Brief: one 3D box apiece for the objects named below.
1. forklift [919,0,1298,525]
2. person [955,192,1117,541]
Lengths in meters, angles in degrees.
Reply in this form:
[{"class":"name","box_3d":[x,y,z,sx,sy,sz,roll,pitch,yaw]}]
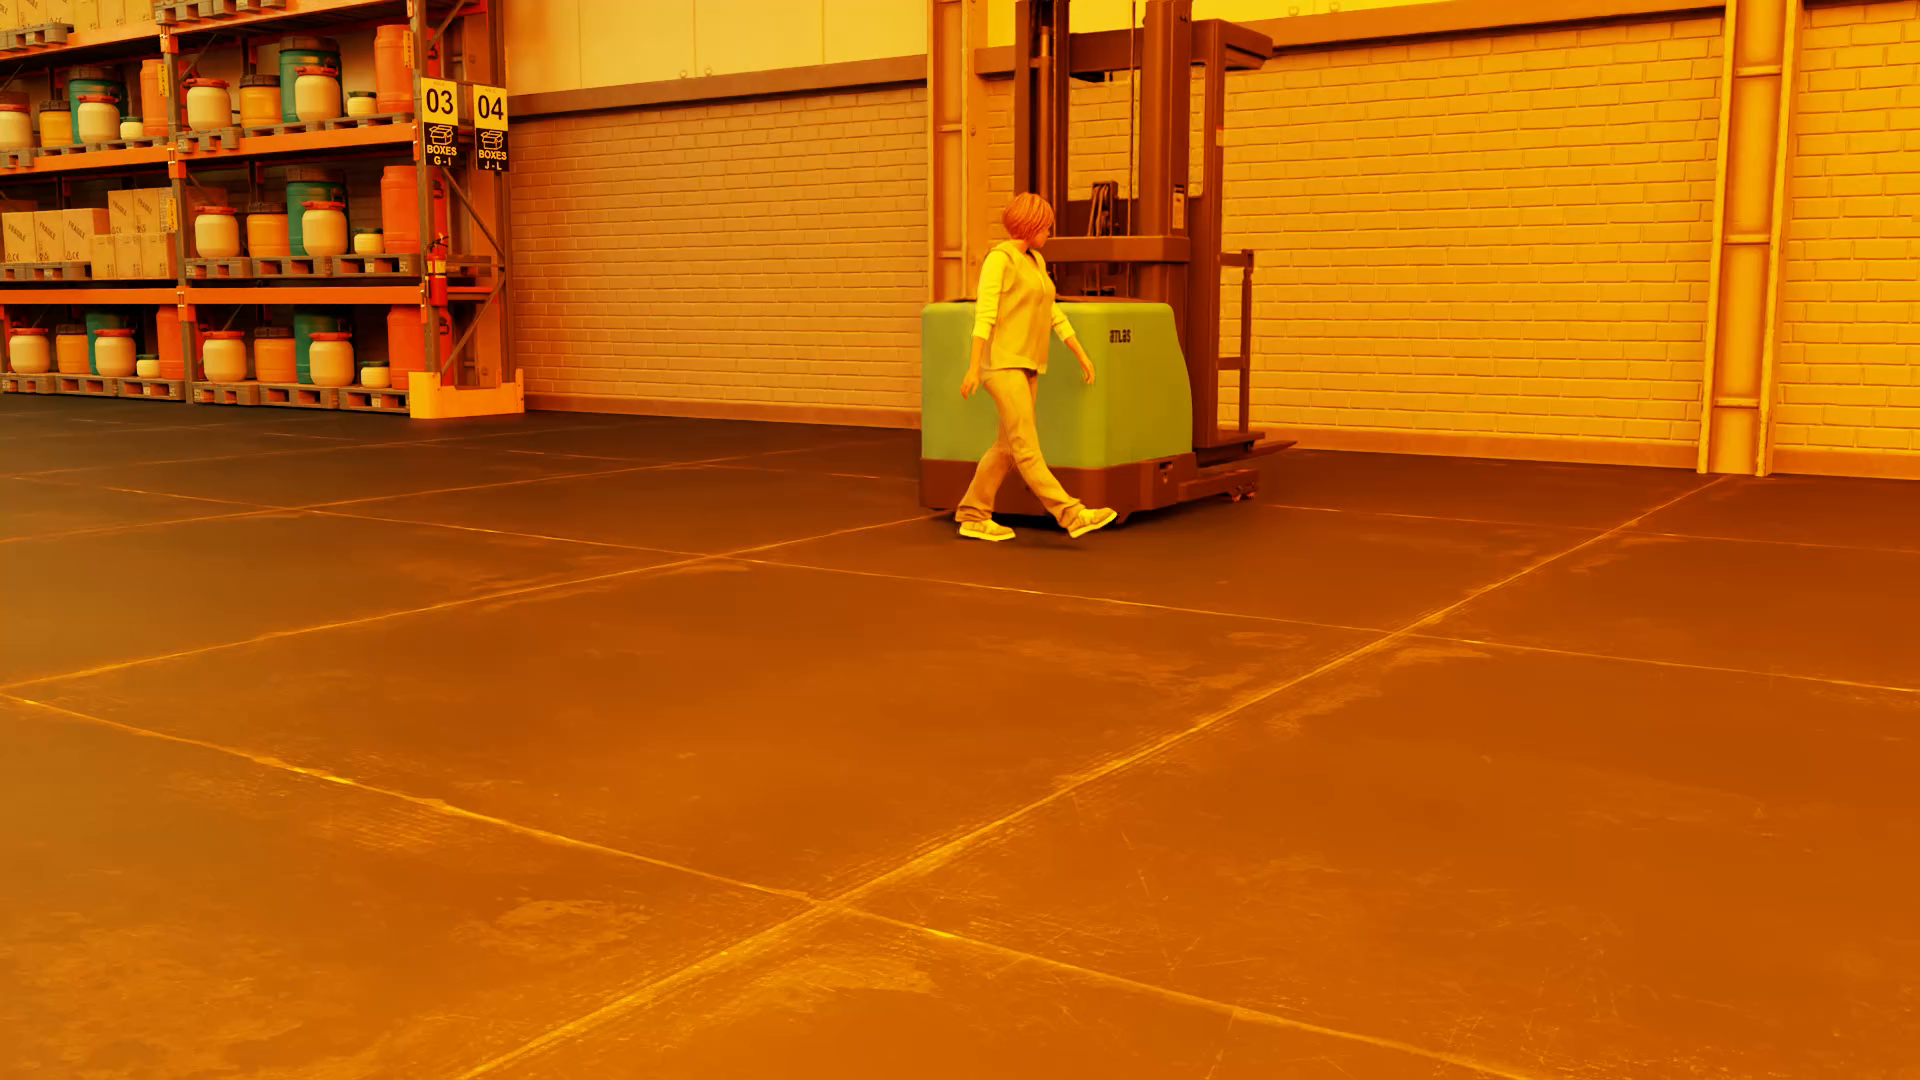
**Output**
[{"class":"forklift","box_3d":[1.007,-1.688,9.066,1.130,2.935,3.031,5,10,32]},{"class":"person","box_3d":[0.322,-0.735,7.330,0.838,1.541,0.596,4,9,27]}]
